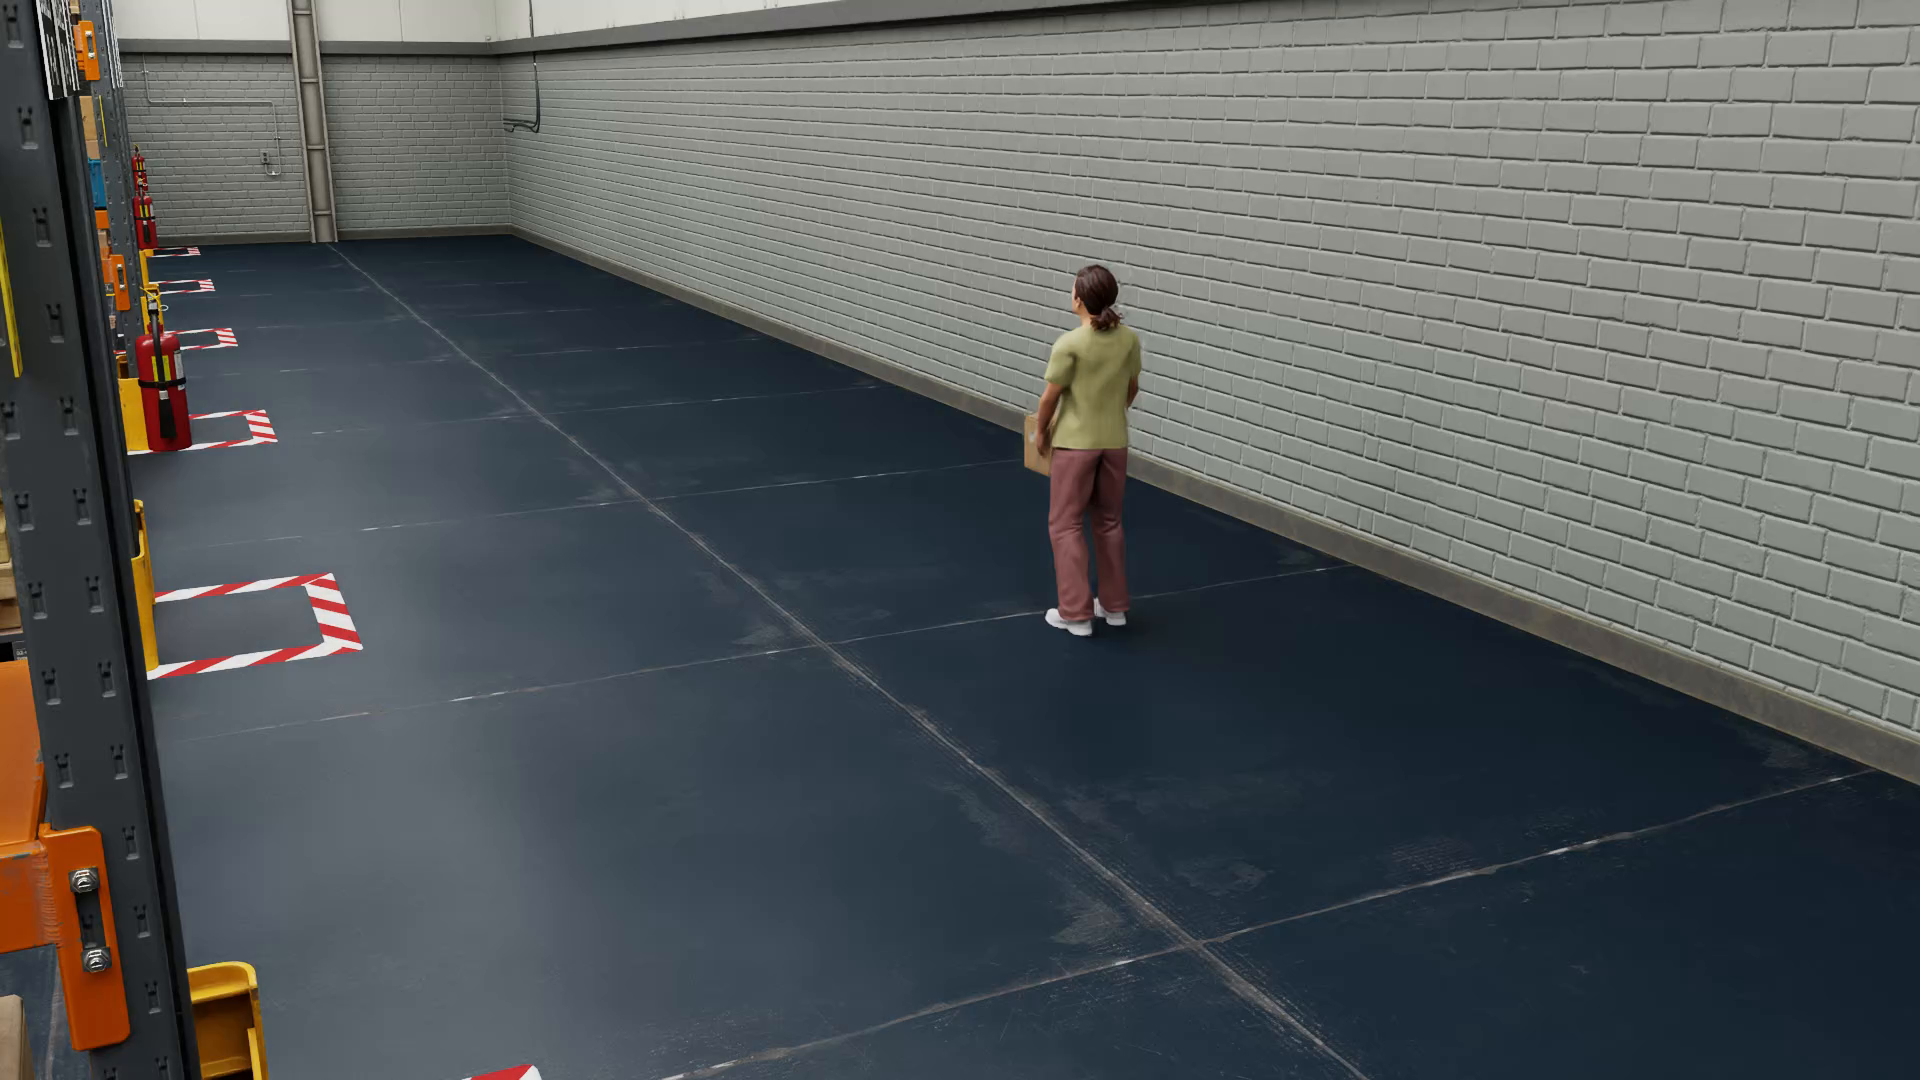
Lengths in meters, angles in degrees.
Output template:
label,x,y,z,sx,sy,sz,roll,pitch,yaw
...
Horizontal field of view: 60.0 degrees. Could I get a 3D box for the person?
label,x,y,z,sx,sy,sz,roll,pitch,yaw
person,0.567,-0.406,7.516,0.498,1.671,0.422,-7,17,-25
